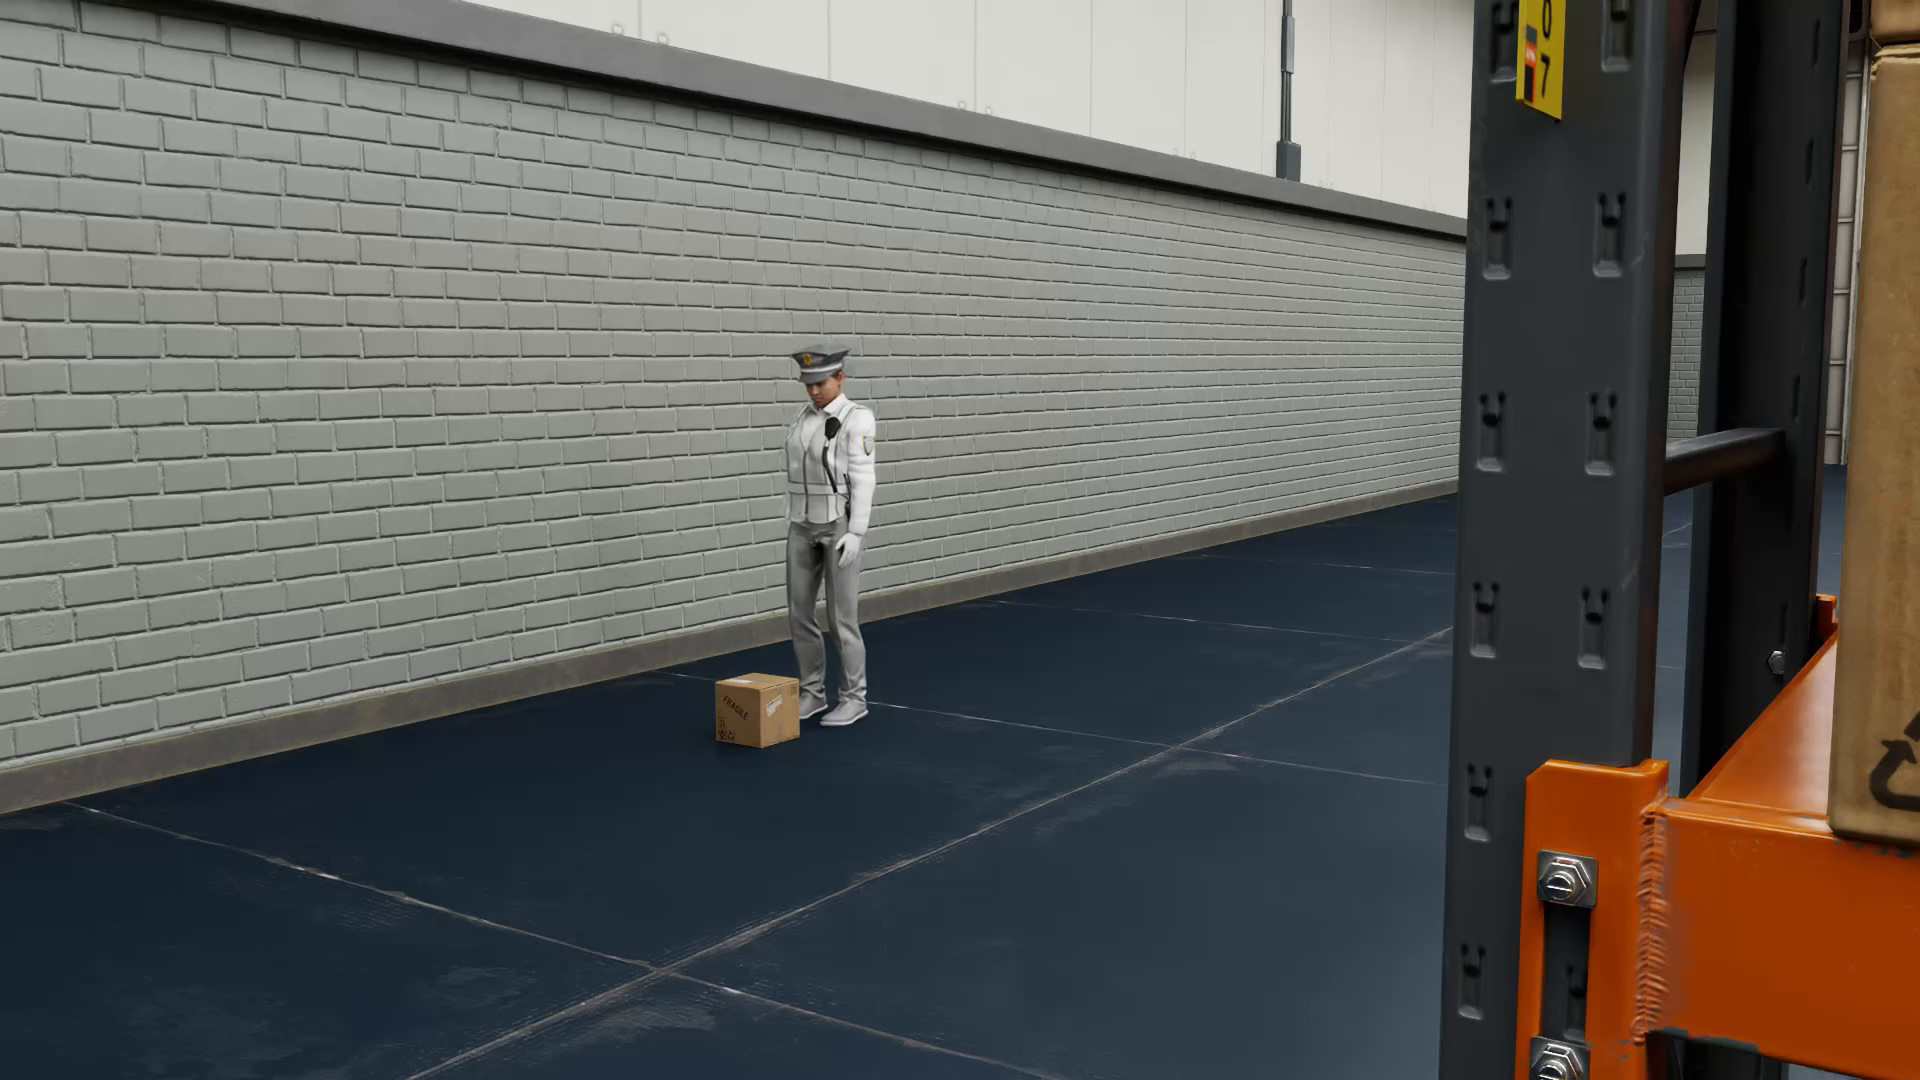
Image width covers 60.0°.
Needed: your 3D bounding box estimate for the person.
[{"bbox_3d":[-0.574,-0.024,7.272,0.475,1.660,0.327,4,8,35],"label":"person"}]
